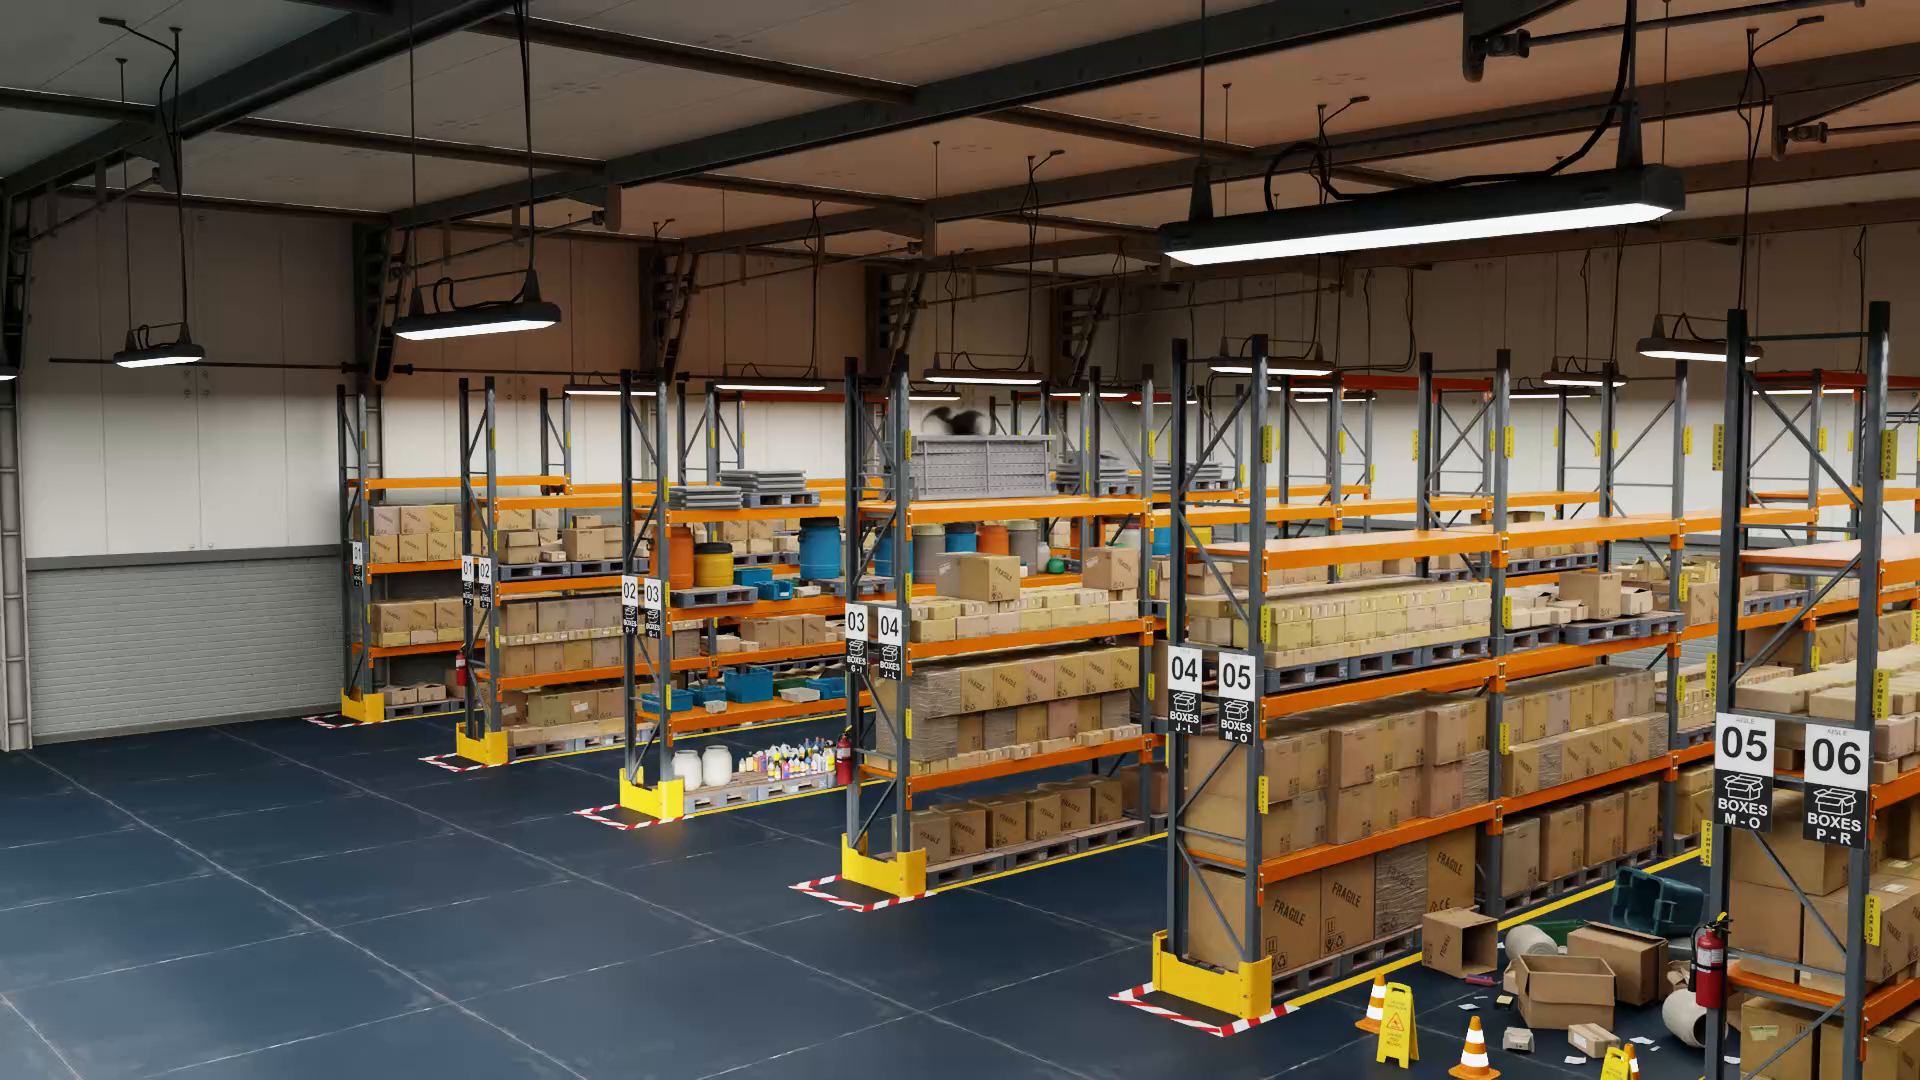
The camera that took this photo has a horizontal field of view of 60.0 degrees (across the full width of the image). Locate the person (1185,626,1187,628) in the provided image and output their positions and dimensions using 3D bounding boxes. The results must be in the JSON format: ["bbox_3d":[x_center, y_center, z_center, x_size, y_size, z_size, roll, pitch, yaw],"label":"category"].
[{"bbox_3d":[4.595,2.063,34.464,0.649,1.690,0.605,2,4,30],"label":"person"}]
